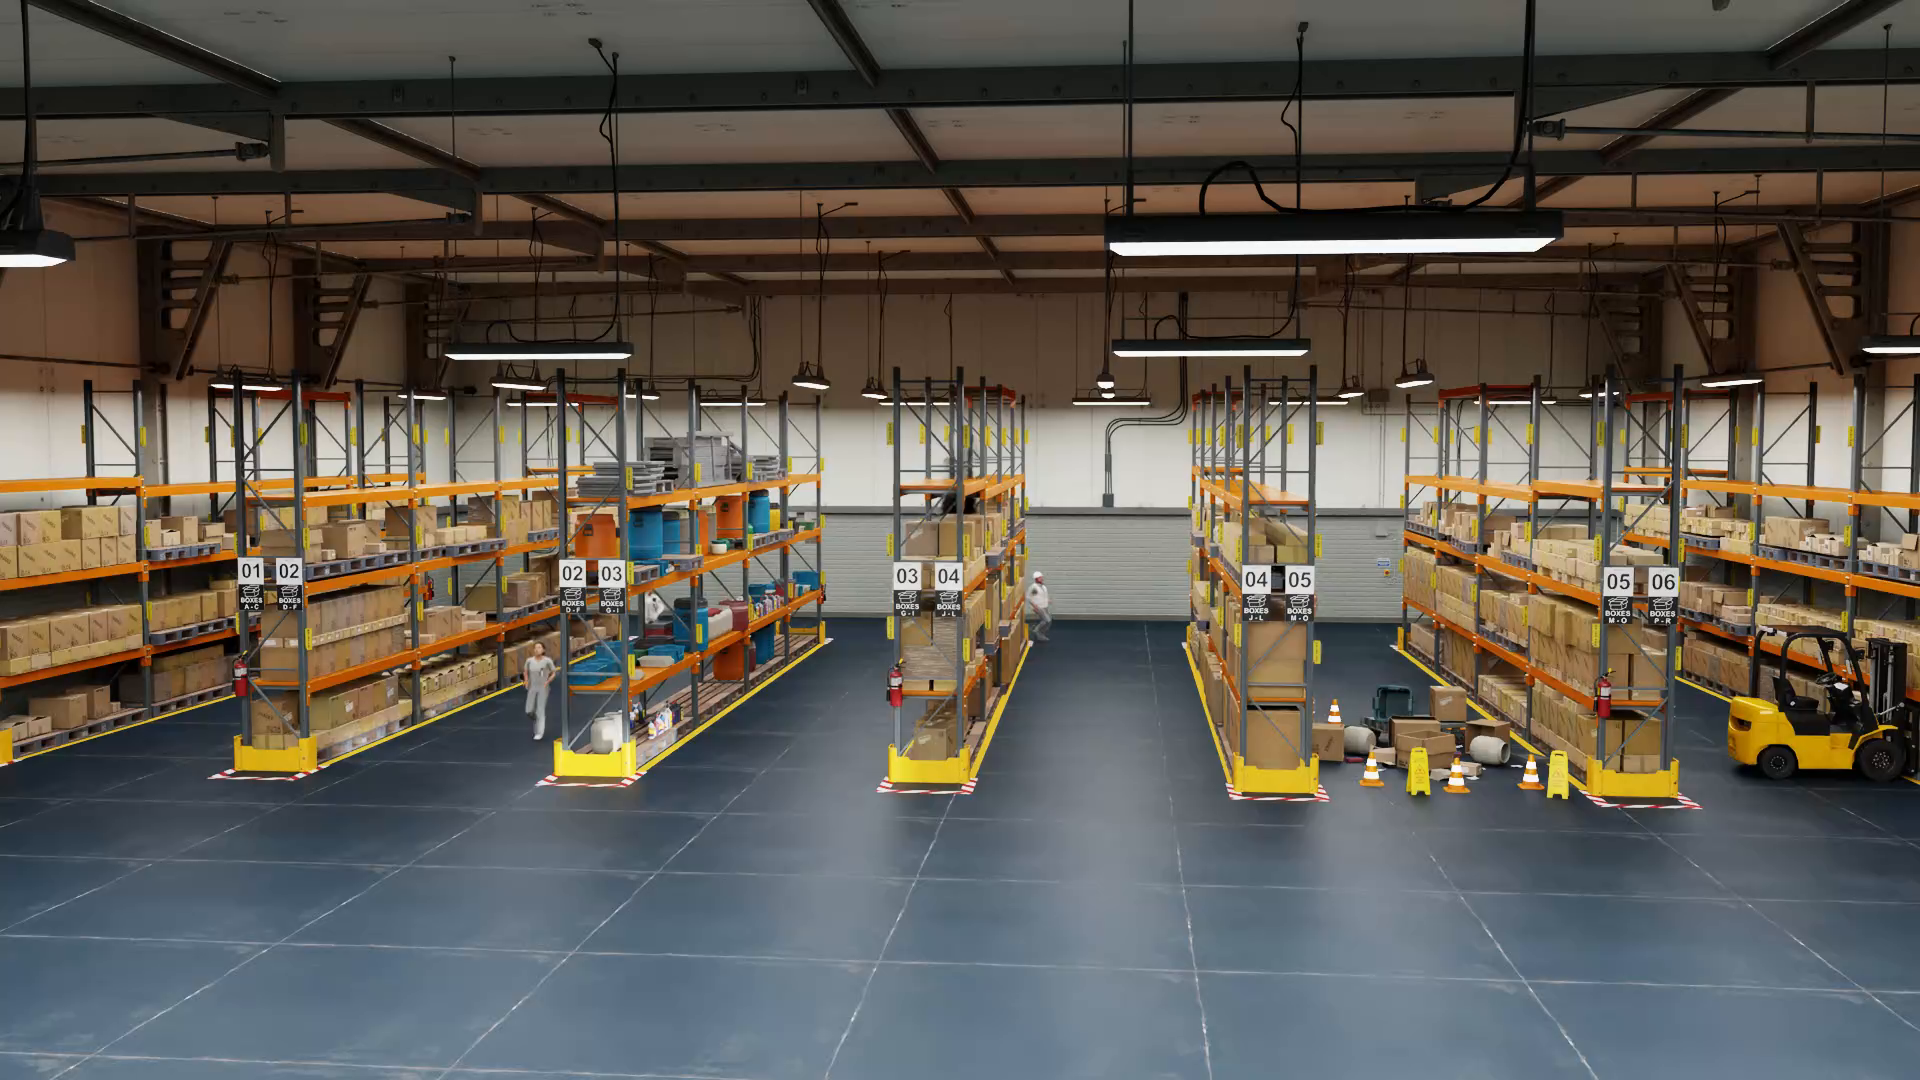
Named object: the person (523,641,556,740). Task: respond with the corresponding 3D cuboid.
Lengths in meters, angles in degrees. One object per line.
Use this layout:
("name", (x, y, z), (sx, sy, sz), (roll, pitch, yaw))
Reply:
("person", (-6.955, 2.480, 27.478), (0.546, 1.624, 0.554), (0, 4, -2))

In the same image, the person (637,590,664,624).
("person", (-7.131, 1.801, 38.237), (0.613, 1.648, 0.576), (0, 4, 0))

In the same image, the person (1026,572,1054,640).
("person", (1.993, 1.627, 40.632), (0.533, 1.721, 0.719), (3, 4, 36))
